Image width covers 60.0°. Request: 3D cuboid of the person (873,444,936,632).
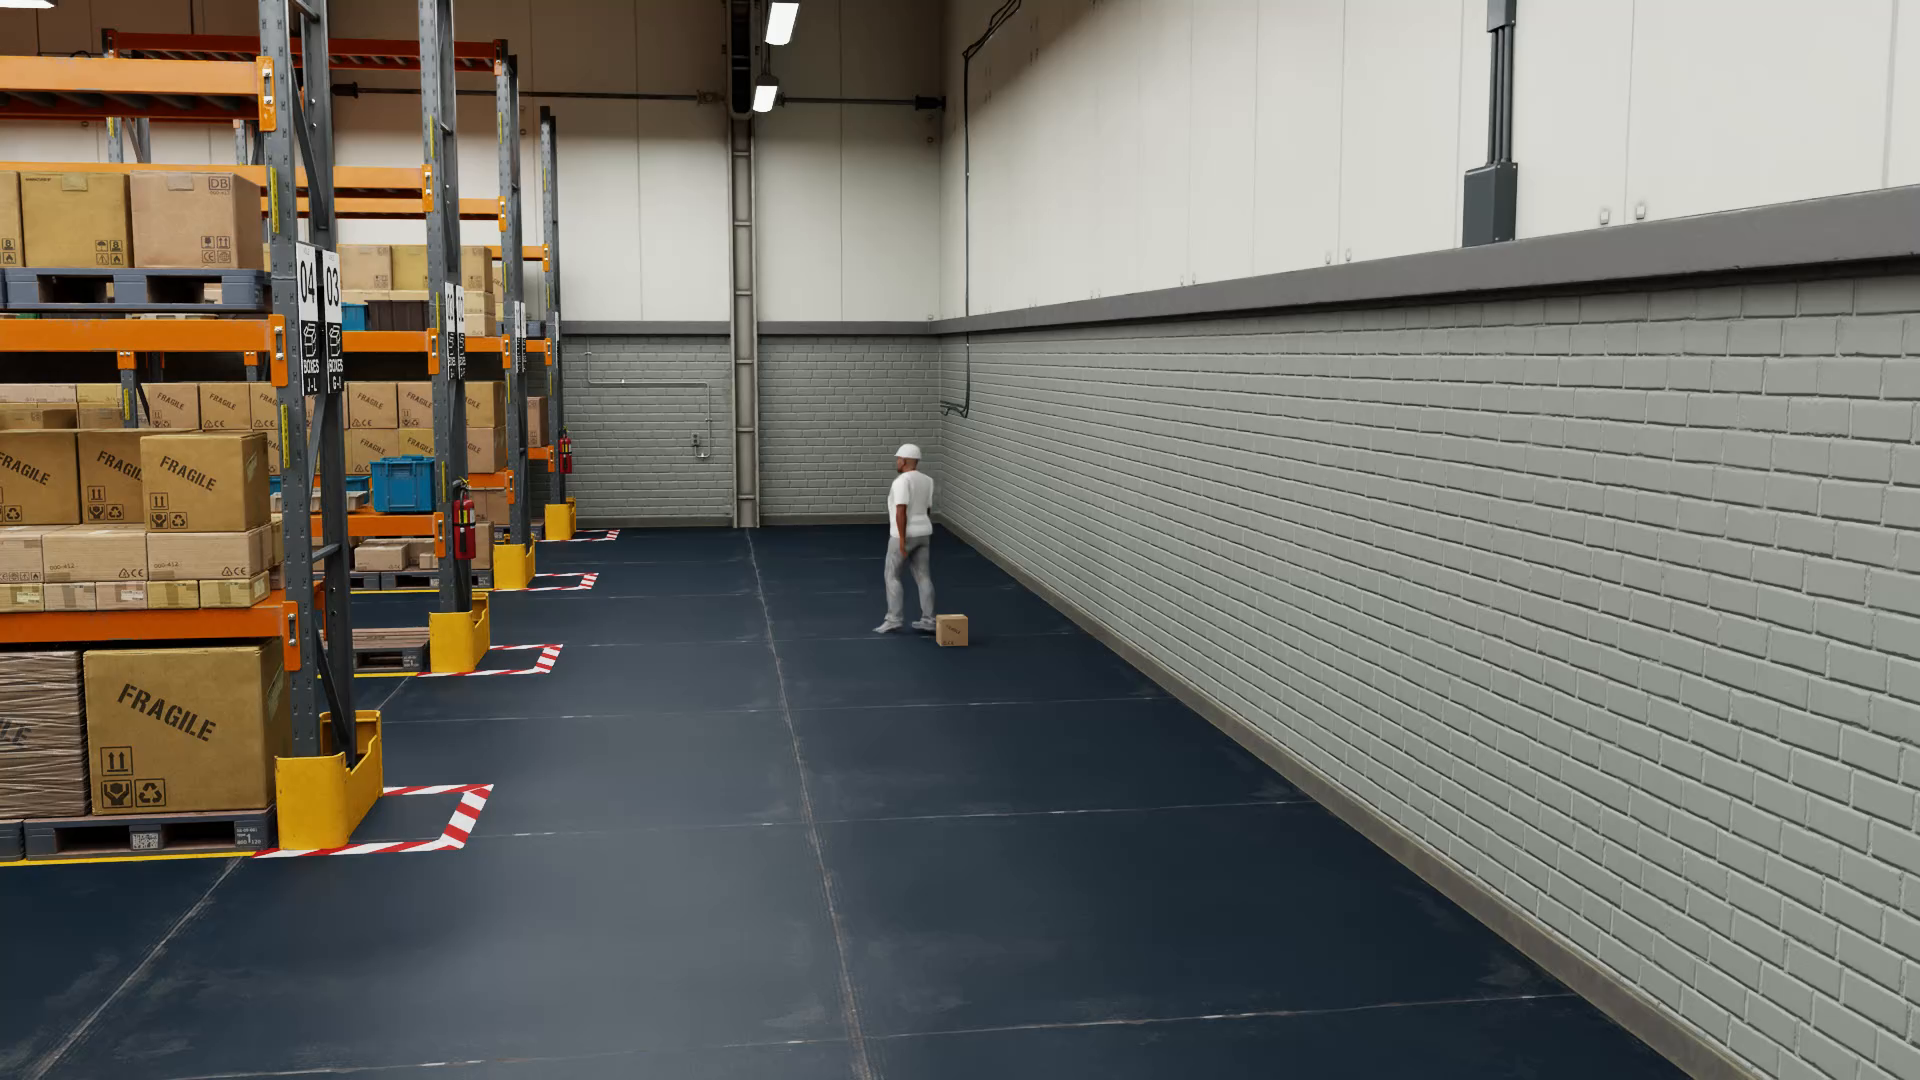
[{"bbox_3d":[-0.449,-0.003,15.677,0.613,1.799,0.567,6,9,44],"label":"person"}]
